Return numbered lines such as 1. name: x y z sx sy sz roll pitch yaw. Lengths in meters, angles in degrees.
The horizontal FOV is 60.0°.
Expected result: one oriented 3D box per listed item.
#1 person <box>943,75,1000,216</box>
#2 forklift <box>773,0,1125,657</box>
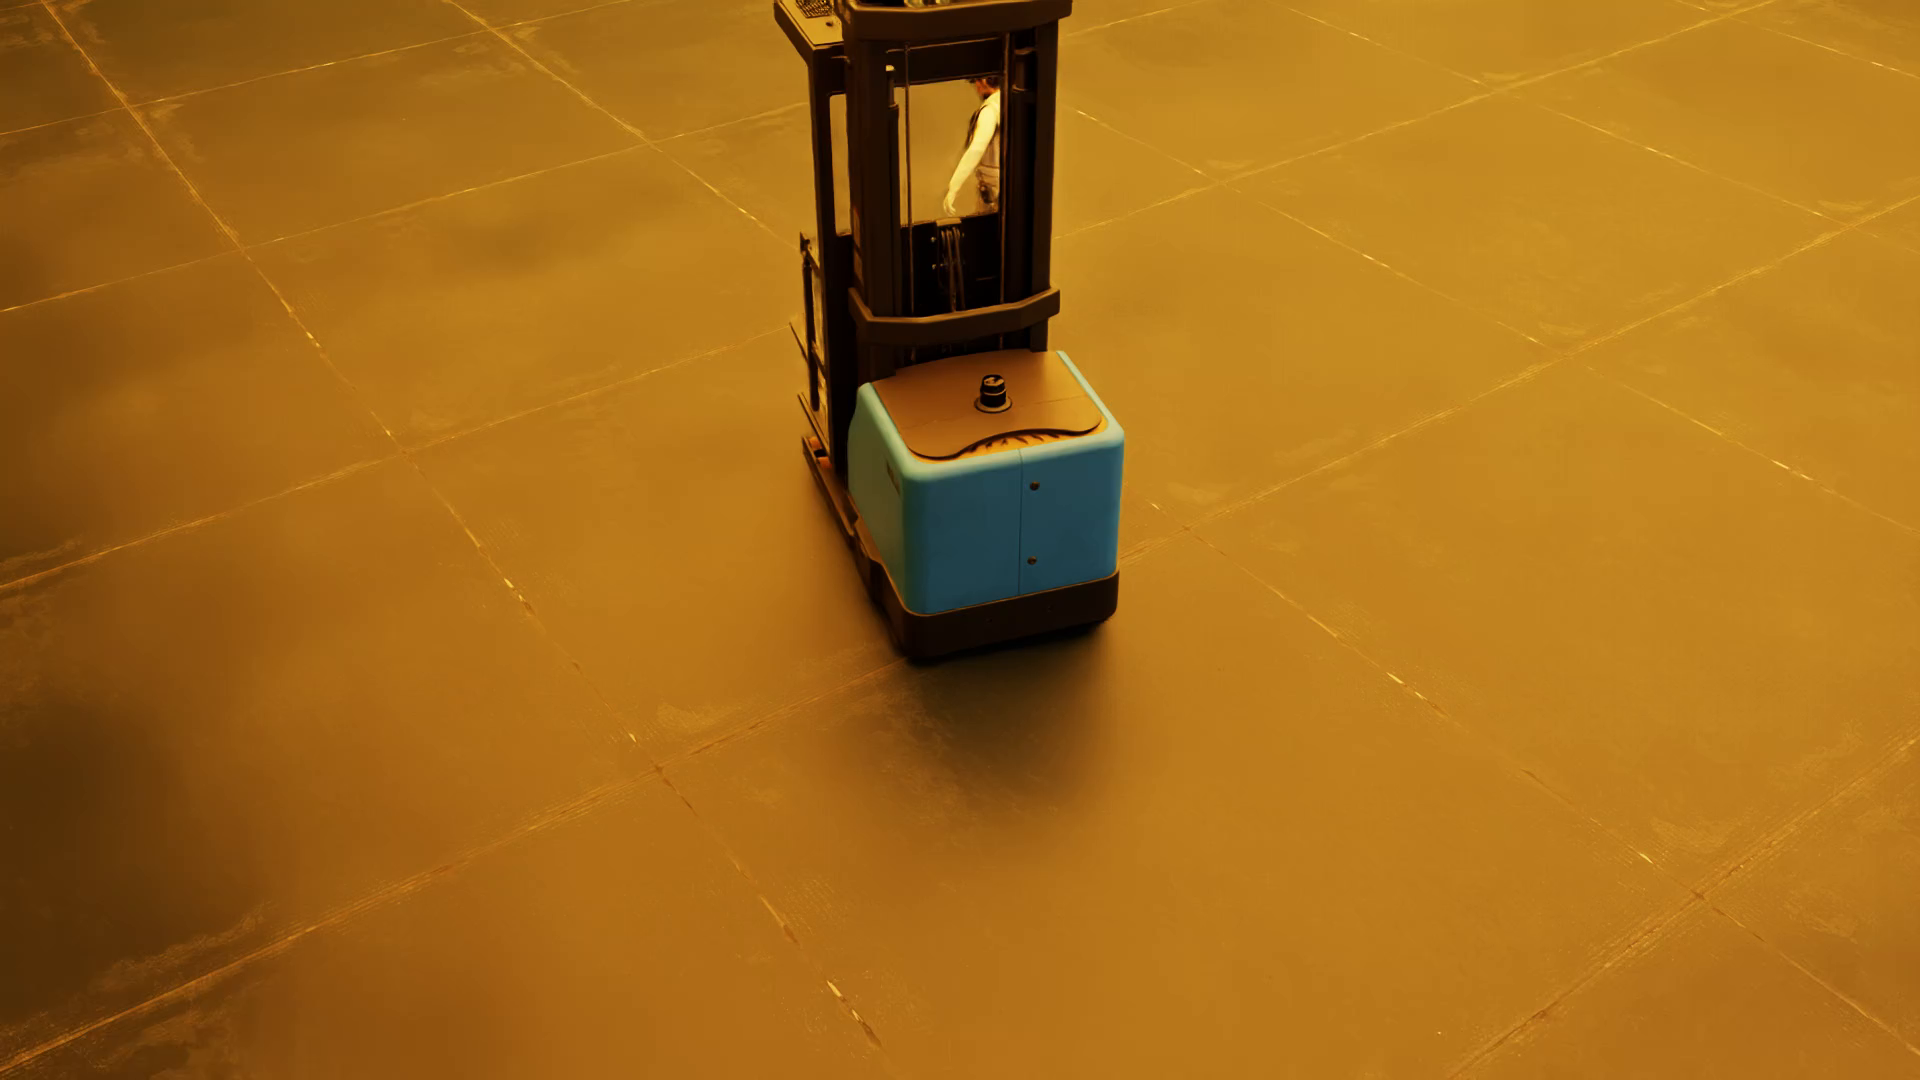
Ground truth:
1. person: 0.219 -2.061 9.895 0.527 1.606 1.056 20 41 24
2. forklift: -0.208 -1.524 8.005 1.130 2.935 3.031 -11 38 -15
